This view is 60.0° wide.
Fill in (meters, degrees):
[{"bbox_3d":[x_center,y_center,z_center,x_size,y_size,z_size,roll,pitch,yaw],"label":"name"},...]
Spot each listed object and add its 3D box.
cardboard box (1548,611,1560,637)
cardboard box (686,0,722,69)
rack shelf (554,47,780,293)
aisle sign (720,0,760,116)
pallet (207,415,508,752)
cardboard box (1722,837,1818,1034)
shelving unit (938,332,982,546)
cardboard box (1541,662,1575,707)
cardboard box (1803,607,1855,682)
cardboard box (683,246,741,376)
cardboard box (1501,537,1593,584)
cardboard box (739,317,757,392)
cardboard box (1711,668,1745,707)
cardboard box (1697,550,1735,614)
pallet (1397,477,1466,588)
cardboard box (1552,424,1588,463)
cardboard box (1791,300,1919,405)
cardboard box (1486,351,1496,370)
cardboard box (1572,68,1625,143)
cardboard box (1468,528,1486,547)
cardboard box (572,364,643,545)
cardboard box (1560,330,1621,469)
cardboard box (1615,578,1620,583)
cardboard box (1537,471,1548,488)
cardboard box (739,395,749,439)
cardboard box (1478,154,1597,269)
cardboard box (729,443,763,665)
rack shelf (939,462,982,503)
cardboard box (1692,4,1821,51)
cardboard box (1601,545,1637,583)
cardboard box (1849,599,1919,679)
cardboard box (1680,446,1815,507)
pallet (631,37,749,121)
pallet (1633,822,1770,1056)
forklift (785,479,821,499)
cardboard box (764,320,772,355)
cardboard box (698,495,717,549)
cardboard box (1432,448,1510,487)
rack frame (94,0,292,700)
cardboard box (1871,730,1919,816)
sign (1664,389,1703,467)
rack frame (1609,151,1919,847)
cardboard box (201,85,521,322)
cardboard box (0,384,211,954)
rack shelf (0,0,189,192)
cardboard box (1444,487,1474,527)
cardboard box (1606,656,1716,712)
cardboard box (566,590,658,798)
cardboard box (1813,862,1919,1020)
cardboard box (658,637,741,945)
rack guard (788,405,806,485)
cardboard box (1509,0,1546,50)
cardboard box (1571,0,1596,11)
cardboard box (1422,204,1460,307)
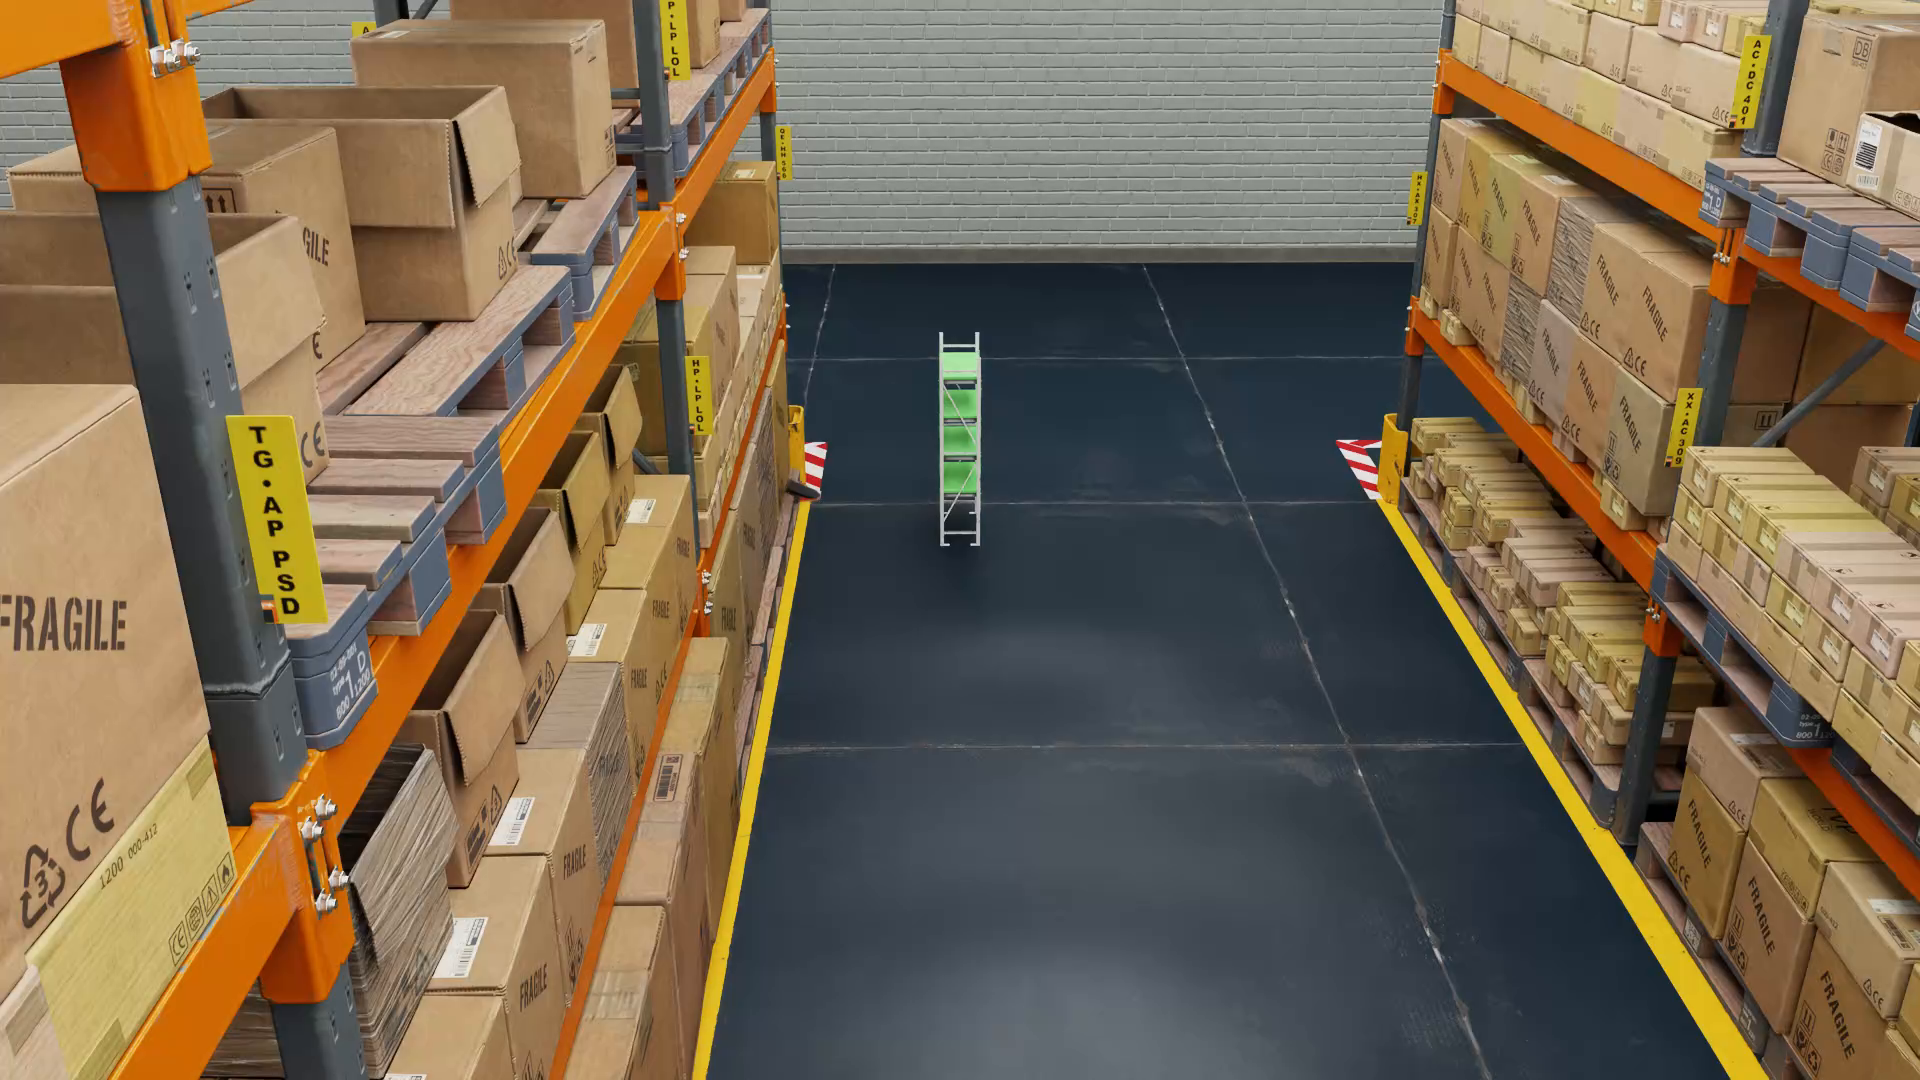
[{"bbox_3d":[3.126,0.468,8.165,0.380,0.149,0.250,0,24,0],"label":"cardboard box"},{"bbox_3d":[-1.507,-2.479,7.699,0.700,0.500,0.500,1,24,2],"label":"cardboard box"},{"bbox_3d":[-1.595,-1.933,8.117,1.077,0.370,4.000,0,24,-1],"label":"rack shelf"},{"bbox_3d":[-1.317,-2.934,9.942,0.394,0.787,0.004,0,24,-1],"label":"aisle sign"},{"bbox_3d":[-1.589,0.033,3.127,1.213,0.211,1.003,1,24,2],"label":"pallet"},{"bbox_3d":[3.138,1.421,5.993,0.500,0.500,0.500,1,24,2],"label":"cardboard box"},{"bbox_3d":[-0.002,-0.615,10.154,0.258,1.200,0.503,0,24,-1],"label":"shelving unit"},{"bbox_3d":[3.056,0.681,8.054,0.380,0.149,0.250,-1,24,-2],"label":"cardboard box"},{"bbox_3d":[2.949,0.333,5.309,0.380,0.149,0.250,1,24,2],"label":"cardboard box"},{"bbox_3d":[-1.330,-1.095,7.941,0.500,0.500,0.500,-1,24,-2],"label":"cardboard box"},{"bbox_3d":[3.036,0.103,8.609,0.380,0.149,0.250,-1,24,-2],"label":"cardboard box"},{"bbox_3d":[-1.325,-0.954,8.539,0.500,0.250,0.500,0,24,0],"label":"cardboard box"},{"bbox_3d":[3.591,0.643,7.416,0.380,0.149,0.250,1,24,2],"label":"cardboard box"},{"bbox_3d":[2.941,0.151,6.071,0.380,0.149,0.250,0,24,0],"label":"cardboard box"},{"bbox_3d":[3.319,-0.062,10.131,1.003,0.211,1.213,0,24,-1],"label":"pallet"},{"bbox_3d":[3.085,-0.487,7.992,0.380,0.149,0.250,-1,24,-3],"label":"cardboard box"},{"bbox_3d":[3.627,-0.874,6.848,0.500,0.500,0.500,0,24,1],"label":"cardboard box"},{"bbox_3d":[3.132,-1.016,9.160,0.380,0.149,0.250,0,24,-1],"label":"cardboard box"},{"bbox_3d":[3.113,-1.965,7.497,0.500,0.250,0.500,-1,24,-1],"label":"cardboard box"},{"bbox_3d":[3.115,0.046,9.457,0.380,0.149,0.250,0,24,0],"label":"cardboard box"},{"bbox_3d":[-1.558,-0.309,5.956,0.797,0.503,0.637,-1,24,-2],"label":"cardboard box"},{"bbox_3d":[3.096,-0.644,7.551,0.500,0.500,0.500,-1,24,-2],"label":"cardboard box"},{"bbox_3d":[3.654,0.238,8.674,0.380,0.149,0.250,0,24,-1],"label":"cardboard box"},{"bbox_3d":[3.643,-0.296,9.854,0.380,0.149,0.250,-1,24,-3],"label":"cardboard box"},{"bbox_3d":[-1.258,-0.613,8.270,0.380,0.149,0.250,0,24,0],"label":"cardboard box"},{"bbox_3d":[3.079,-1.727,8.733,0.500,0.500,0.500,-1,24,-2],"label":"cardboard box"},{"bbox_3d":[-1.510,0.064,8.538,0.875,0.875,0.875,0,24,-1],"label":"cardboard box"},{"bbox_3d":[-0.002,-0.338,10.279,0.258,0.148,0.480,0,24,-1],"label":"rack shelf"},{"bbox_3d":[3.098,-1.995,6.473,0.380,0.149,0.250,0,24,1],"label":"cardboard box"},{"bbox_3d":[3.563,0.101,8.615,0.380,0.149,0.250,-1,24,-3],"label":"cardboard box"},{"bbox_3d":[2.947,0.299,5.023,0.380,0.149,0.250,1,24,1],"label":"cardboard box"},{"bbox_3d":[2.932,-0.234,6.201,0.380,0.149,0.250,1,24,2],"label":"cardboard box"},{"bbox_3d":[-1.582,-2.235,8.019,1.003,0.211,1.213,0,24,-1],"label":"pallet"},{"bbox_3d":[3.398,1.541,6.587,1.003,0.211,1.213,0,24,-1],"label":"pallet"},{"bbox_3d":[-2.185,-1.743,10.546,3.031,2.935,1.130,22,32,39],"label":"forklift"},{"bbox_3d":[-1.276,-1.145,9.446,0.380,0.149,0.250,0,24,0],"label":"cardboard box"},{"bbox_3d":[-1.244,-0.079,7.089,0.380,0.149,0.250,0,24,0],"label":"cardboard box"},{"bbox_3d":[3.008,-0.427,9.783,0.380,0.149,0.250,0,24,-1],"label":"cardboard box"},{"bbox_3d":[-1.529,-1.155,1.884,1.000,3.000,0.127,0,24,-1],"label":"rack frame"},{"bbox_3d":[2.951,0.679,4.904,0.380,0.149,0.250,-1,24,-3],"label":"cardboard box"},{"bbox_3d":[2.845,-0.439,6.531,0.100,0.325,0.005,0,24,-1],"label":"sign"},{"bbox_3d":[3.388,-0.051,6.722,1.000,3.000,0.127,0,24,-1],"label":"rack frame"},{"bbox_3d":[-1.573,-0.869,4.255,0.797,0.503,0.637,-1,24,-1],"label":"cardboard box"},{"bbox_3d":[-1.274,0.134,1.946,0.500,0.500,0.500,0,24,1],"label":"cardboard box"},{"bbox_3d":[-1.507,0.179,0.293,1.077,0.370,4.000,0,24,-1],"label":"rack shelf"},{"bbox_3d":[3.025,-0.190,9.619,0.380,0.149,0.250,0,24,1],"label":"cardboard box"},{"bbox_3d":[3.124,0.640,7.422,0.380,0.149,0.250,0,24,1],"label":"cardboard box"},{"bbox_3d":[-1.284,0.495,5.394,0.500,0.500,0.500,-1,24,-1],"label":"cardboard box"},{"bbox_3d":[3.141,1.291,5.370,0.500,0.250,0.500,1,24,1],"label":"cardboard box"},{"bbox_3d":[-1.546,0.970,6.533,1.225,0.875,0.875,0,24,0],"label":"cardboard box"},{"bbox_3d":[-1.617,-0.589,10.946,1.175,0.500,0.348,0,24,-1],"label":"rack guard"},{"bbox_3d":[3.089,-2.620,8.338,0.500,0.250,0.500,0,24,0],"label":"cardboard box"},{"bbox_3d":[3.048,-2.523,7.641,0.380,0.149,0.250,-1,24,-1],"label":"cardboard box"},{"bbox_3d":[3.073,-1.694,9.873,0.500,0.500,0.500,1,24,2],"label":"cardboard box"}]
